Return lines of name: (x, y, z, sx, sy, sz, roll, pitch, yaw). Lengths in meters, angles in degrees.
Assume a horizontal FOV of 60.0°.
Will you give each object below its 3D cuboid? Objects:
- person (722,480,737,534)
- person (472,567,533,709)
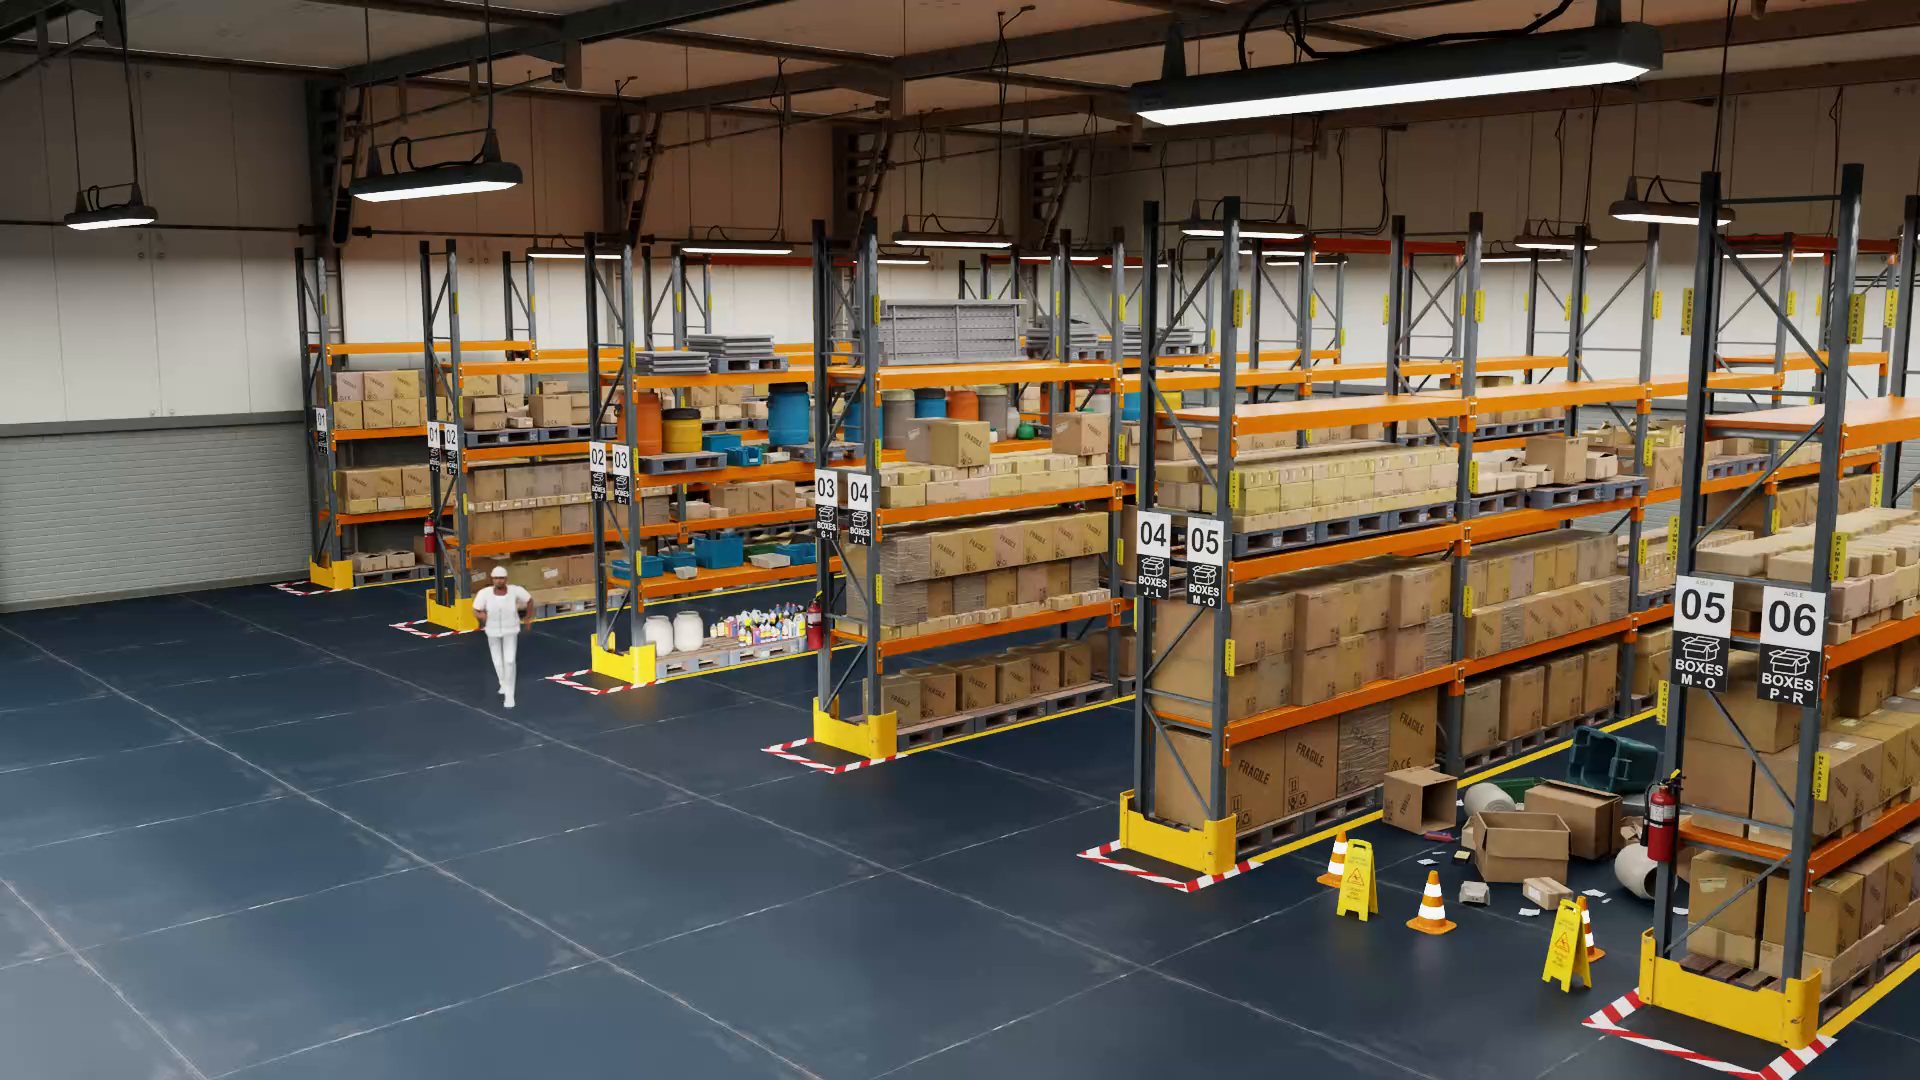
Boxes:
person: (-4.368, -0.307, 31.556, 0.565, 1.673, 0.951, 6, 10, 37)
person: (-5.836, 1.209, 21.236, 0.720, 1.792, 0.826, -1, 8, -4)
